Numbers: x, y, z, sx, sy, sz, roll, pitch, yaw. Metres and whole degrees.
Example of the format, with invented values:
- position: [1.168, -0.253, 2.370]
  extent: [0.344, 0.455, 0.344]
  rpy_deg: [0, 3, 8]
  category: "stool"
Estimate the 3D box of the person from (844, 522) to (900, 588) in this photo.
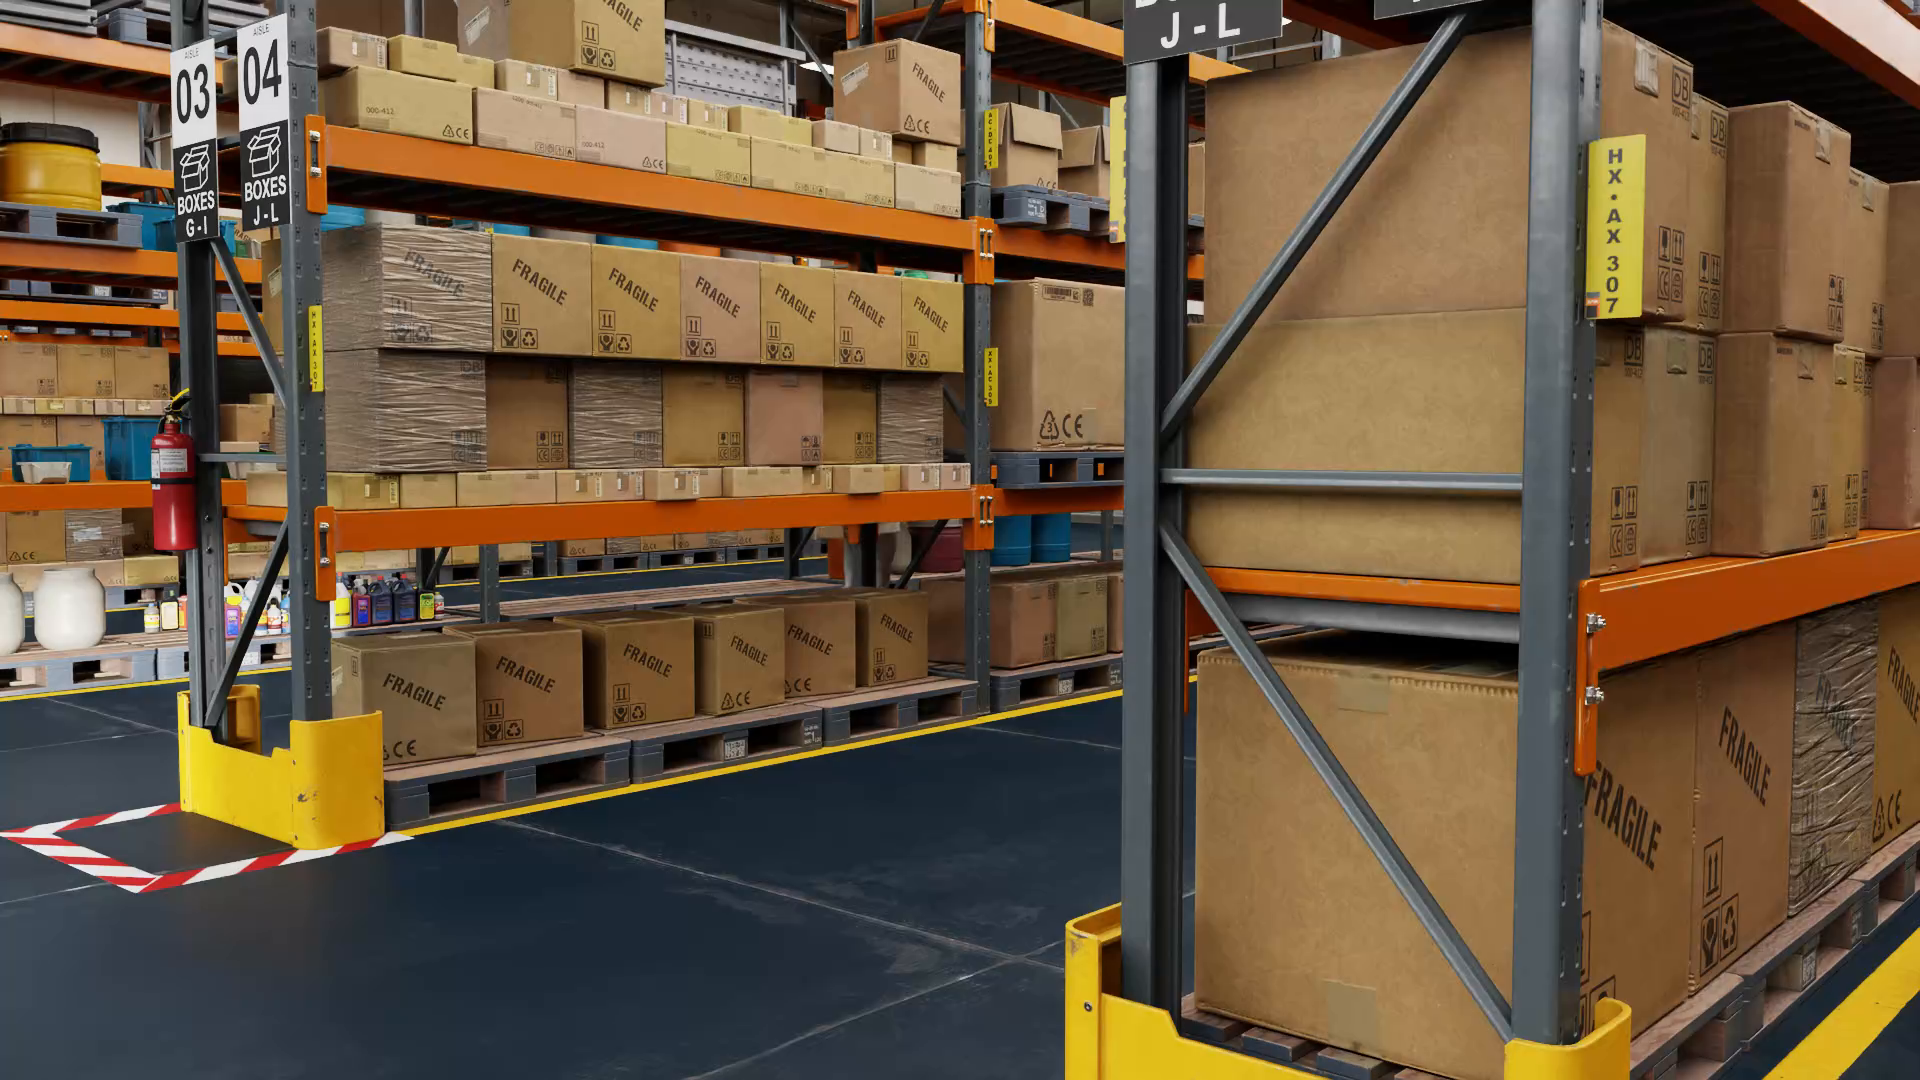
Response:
- position: [-0.709, -0.031, 12.069]
  extent: [0.494, 1.767, 0.554]
  rpy_deg: [3, 5, 42]
  category: "person"
